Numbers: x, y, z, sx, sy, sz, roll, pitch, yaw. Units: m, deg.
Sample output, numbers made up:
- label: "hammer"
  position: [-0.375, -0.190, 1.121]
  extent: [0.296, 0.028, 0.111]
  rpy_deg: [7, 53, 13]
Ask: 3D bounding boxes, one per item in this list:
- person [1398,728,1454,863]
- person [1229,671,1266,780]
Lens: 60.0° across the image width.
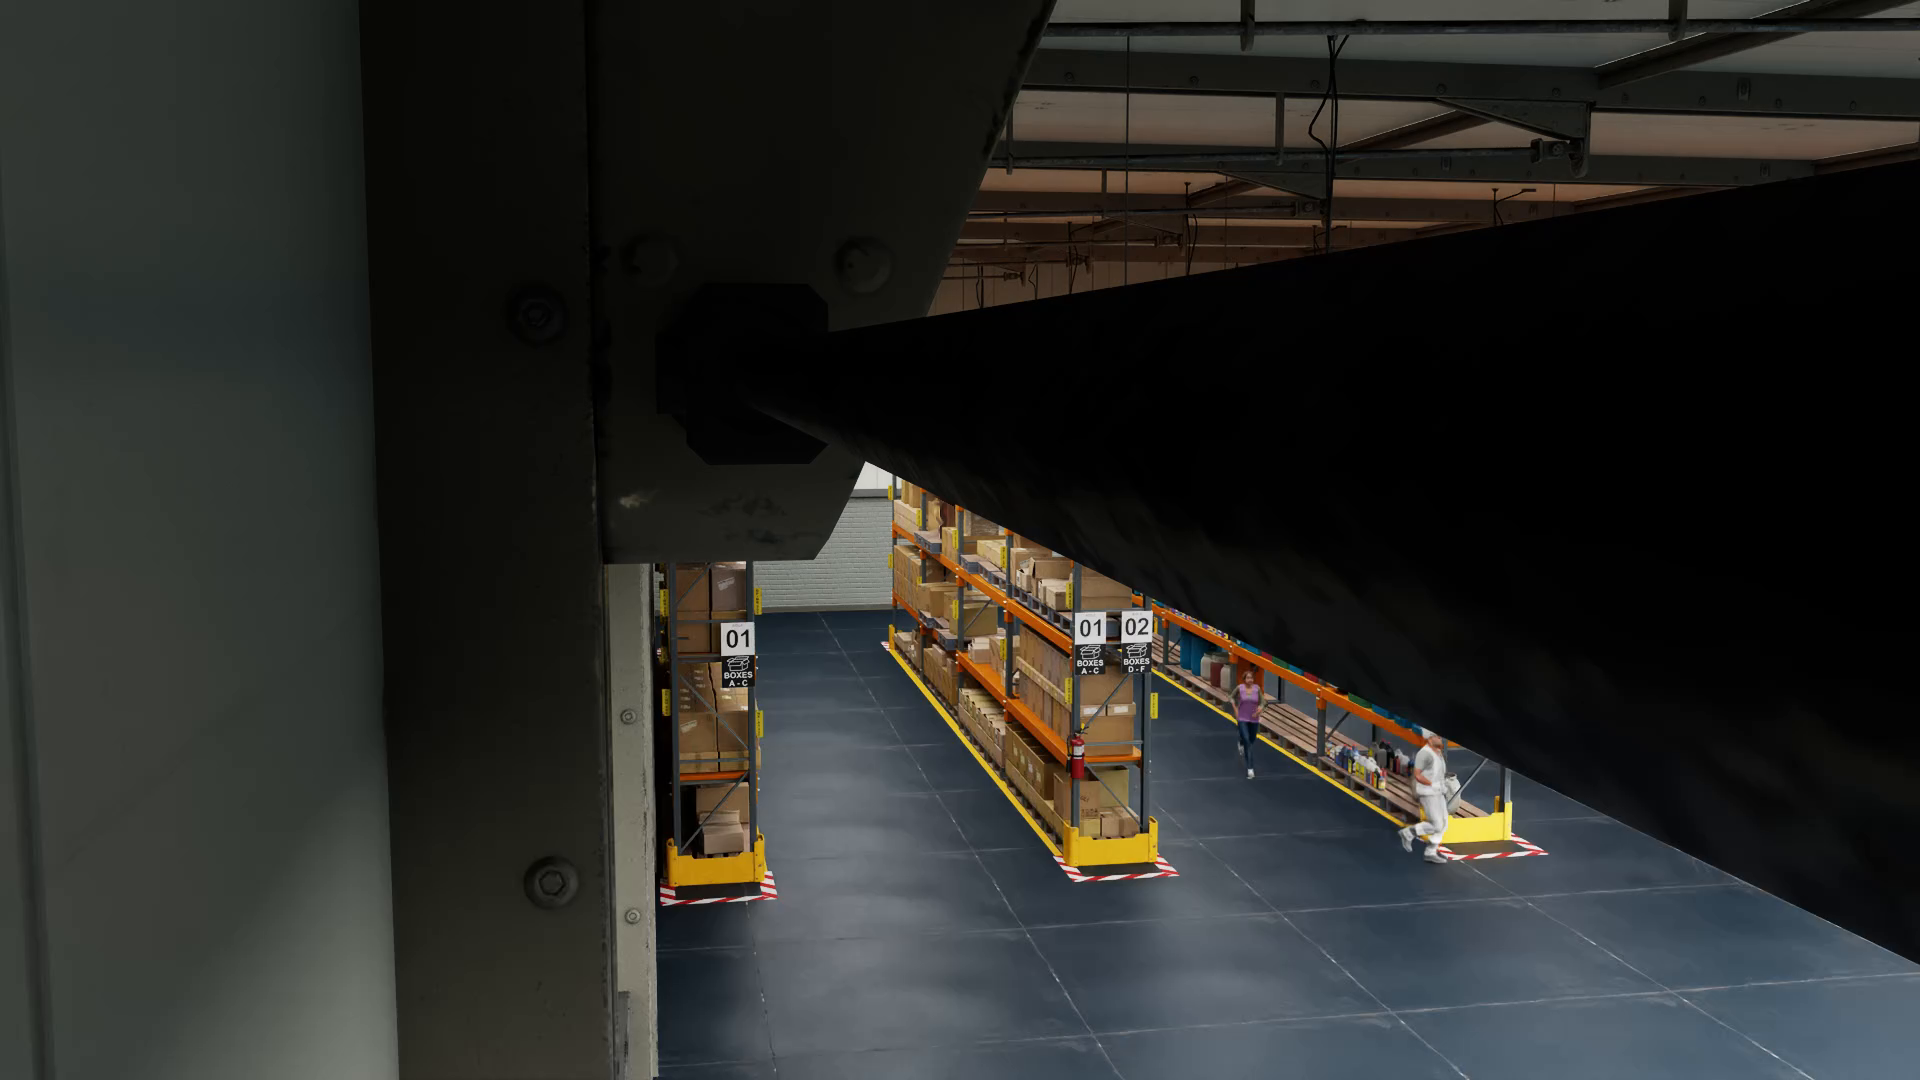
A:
- label: "person"
  position: [5.911, 3.196, 21.004]
  extent: [0.632, 1.743, 0.646]
  rpy_deg: [4, 7, 34]
- label: "person"
  position: [4.435, 2.787, 25.611]
  extent: [0.507, 1.593, 1.033]
  rpy_deg: [-1, 6, -8]
